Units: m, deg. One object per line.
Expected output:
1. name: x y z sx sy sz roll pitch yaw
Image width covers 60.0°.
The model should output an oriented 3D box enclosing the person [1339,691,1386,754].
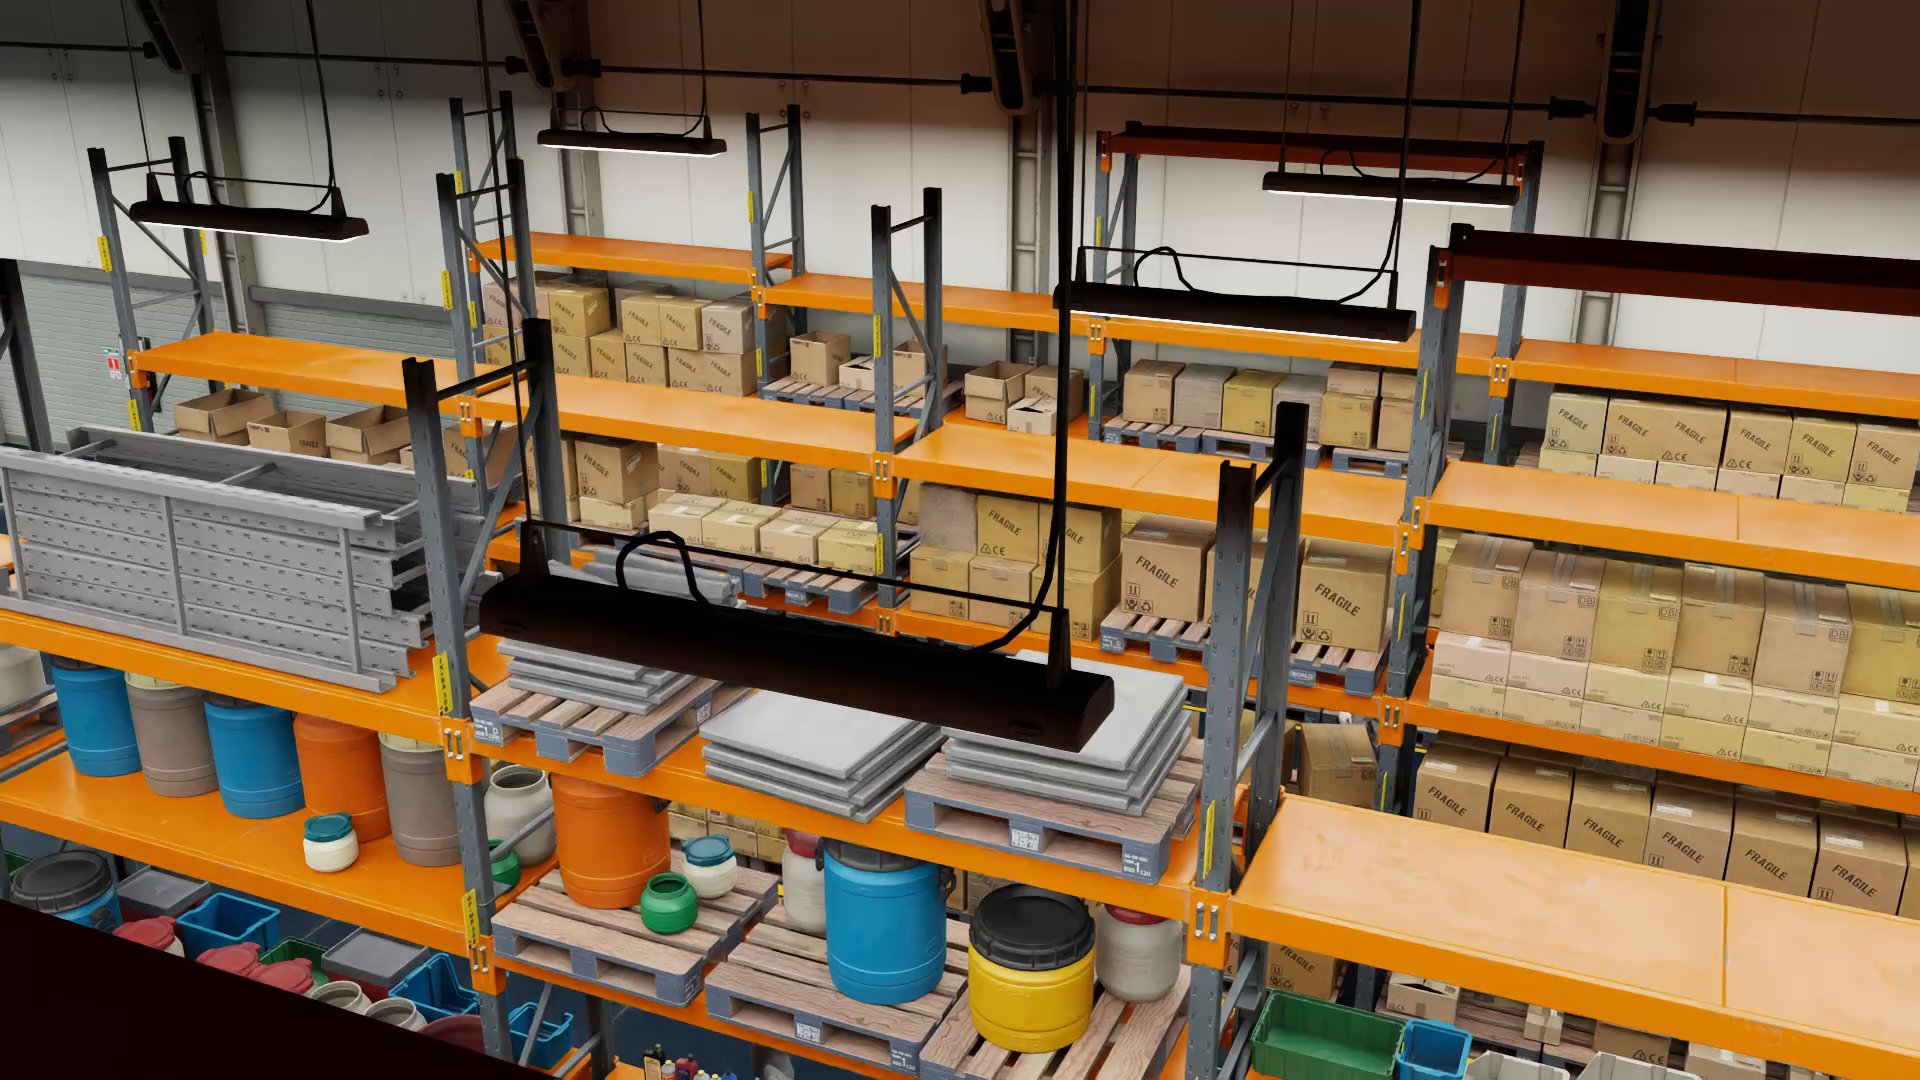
1. person: 3.850 1.601 15.914 0.596 1.787 0.501 -10 23 -24

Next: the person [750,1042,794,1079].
1. person: -1.205 3.328 11.499 0.594 1.654 0.489 14 25 34
